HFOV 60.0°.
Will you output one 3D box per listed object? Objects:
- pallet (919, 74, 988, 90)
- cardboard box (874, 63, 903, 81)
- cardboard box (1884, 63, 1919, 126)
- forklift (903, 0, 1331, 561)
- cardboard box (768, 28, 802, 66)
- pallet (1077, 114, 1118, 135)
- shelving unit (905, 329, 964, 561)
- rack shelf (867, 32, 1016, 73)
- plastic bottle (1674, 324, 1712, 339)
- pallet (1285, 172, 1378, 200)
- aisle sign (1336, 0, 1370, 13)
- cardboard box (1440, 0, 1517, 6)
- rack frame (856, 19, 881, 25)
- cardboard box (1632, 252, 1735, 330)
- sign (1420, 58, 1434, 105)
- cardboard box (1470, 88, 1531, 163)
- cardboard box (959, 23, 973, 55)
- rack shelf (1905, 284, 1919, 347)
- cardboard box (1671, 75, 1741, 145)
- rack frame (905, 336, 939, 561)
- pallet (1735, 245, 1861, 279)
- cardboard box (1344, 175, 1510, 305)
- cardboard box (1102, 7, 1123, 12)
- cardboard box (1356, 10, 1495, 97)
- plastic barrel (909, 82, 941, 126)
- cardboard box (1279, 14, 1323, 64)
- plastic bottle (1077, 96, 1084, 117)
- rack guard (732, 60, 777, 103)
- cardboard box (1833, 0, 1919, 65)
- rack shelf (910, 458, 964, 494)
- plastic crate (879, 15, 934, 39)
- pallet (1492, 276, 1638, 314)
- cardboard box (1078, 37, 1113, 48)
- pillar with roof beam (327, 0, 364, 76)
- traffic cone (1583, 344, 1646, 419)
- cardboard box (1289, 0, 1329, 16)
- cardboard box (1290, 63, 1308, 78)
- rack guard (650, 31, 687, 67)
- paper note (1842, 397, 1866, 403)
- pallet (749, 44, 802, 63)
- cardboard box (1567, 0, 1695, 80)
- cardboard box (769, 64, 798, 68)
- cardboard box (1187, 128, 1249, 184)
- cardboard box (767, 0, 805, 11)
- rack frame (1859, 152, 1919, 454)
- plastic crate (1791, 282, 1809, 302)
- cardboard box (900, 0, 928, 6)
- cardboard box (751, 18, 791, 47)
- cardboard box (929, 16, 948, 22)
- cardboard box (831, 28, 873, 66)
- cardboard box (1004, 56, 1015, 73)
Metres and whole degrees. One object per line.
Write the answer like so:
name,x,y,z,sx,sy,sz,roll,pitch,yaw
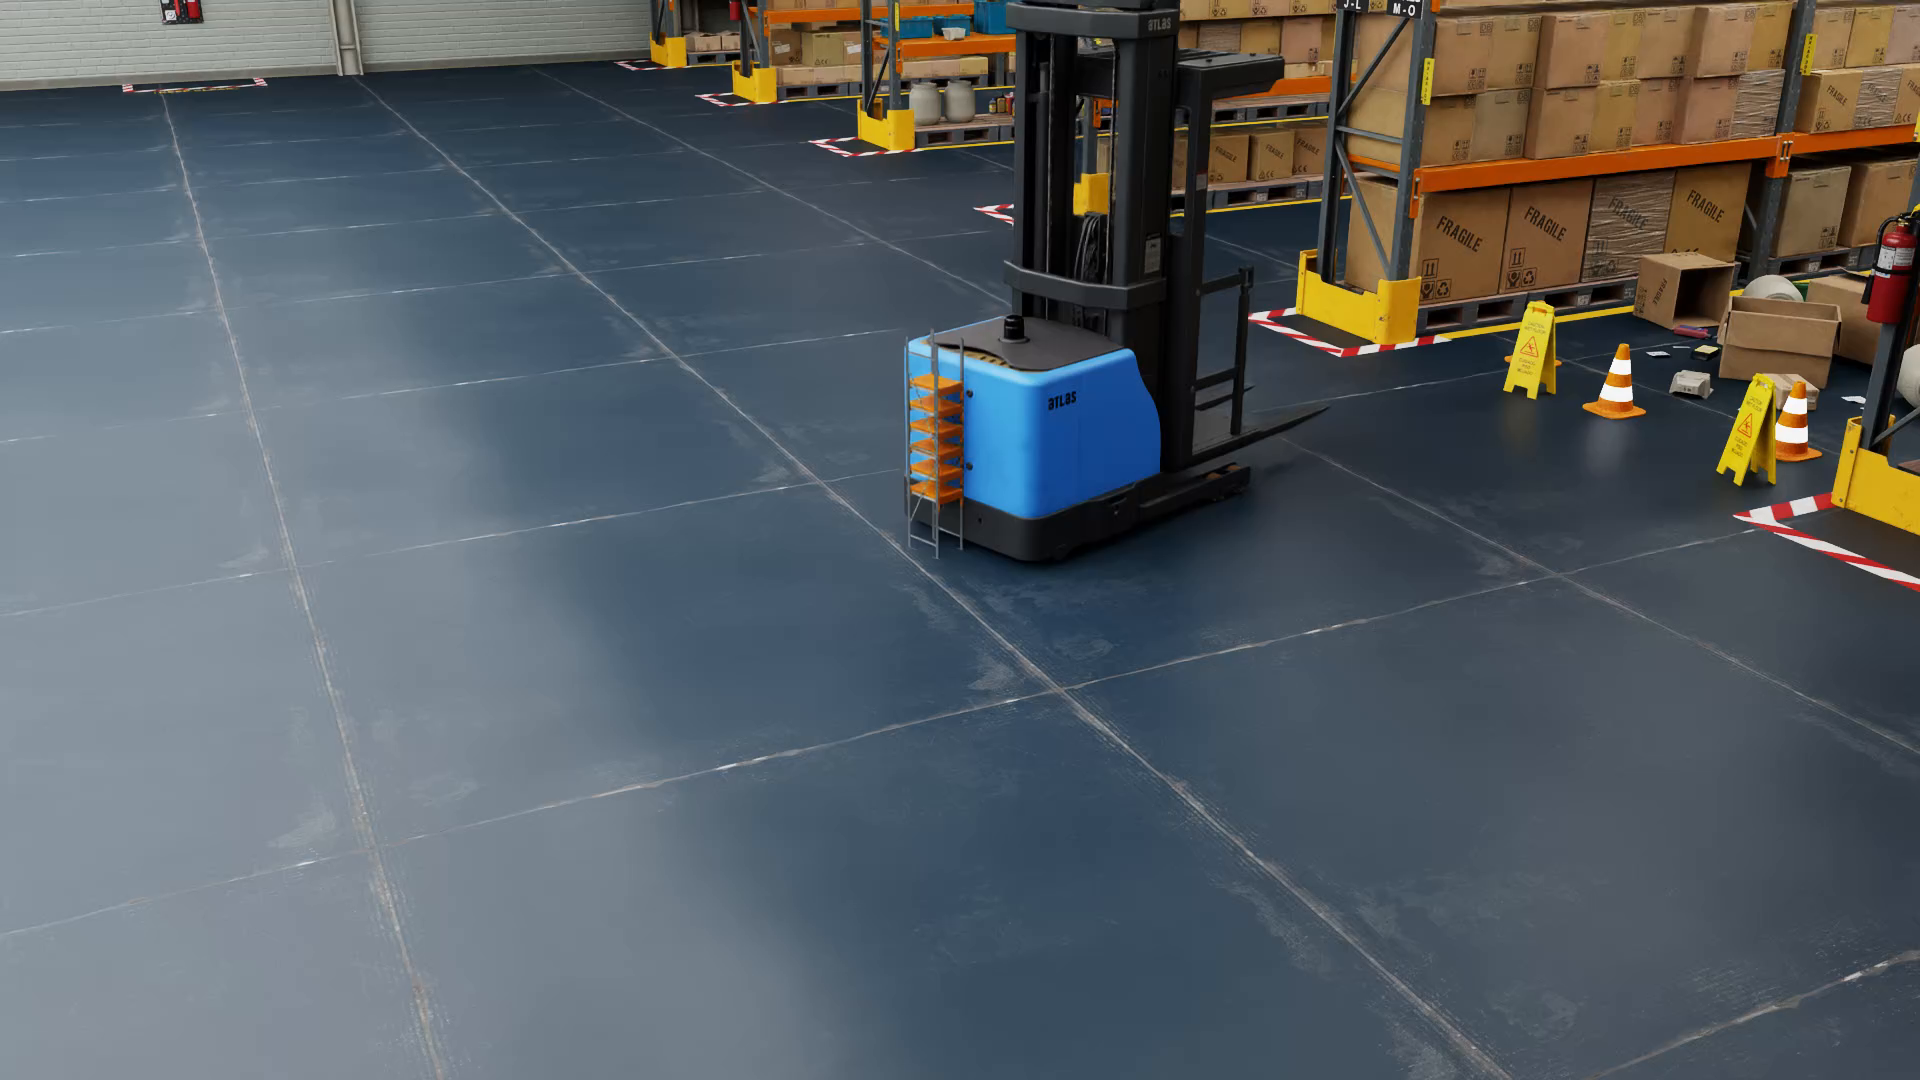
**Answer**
pallet,-0.292,-7.516,27.108,1.213,0.211,1.003,-10,25,-24
cardboard box,-1.230,-7.443,26.330,0.500,0.250,0.500,-10,25,-24
cardboard box,8.292,-3.988,14.808,0.500,0.500,0.500,-11,25,-24
forklift,1.086,-1.707,9.517,3.031,2.935,1.130,-21,30,-40
cardboard box,-2.808,-7.720,26.020,0.500,0.500,0.500,-10,25,-24
pallet,1.964,-5.829,23.032,1.213,0.211,1.003,-10,25,-24
shelving unit,-0.134,-0.501,8.867,0.189,1.200,0.258,-21,30,-40
rack shelf,0.785,-6.550,22.069,4.000,0.370,1.077,-10,25,-24
plastic bottle,5.790,-1.634,13.095,0.283,0.061,0.133,20,30,40
pallet,4.146,-4.095,18.844,1.213,0.211,1.003,-10,25,-24
aisle sign,2.997,-4.411,12.560,0.004,0.787,0.394,-10,25,-24
cardboard box,5.512,-6.062,18.616,1.000,1.000,1.000,-10,25,-23
rack frame,-1.709,-10.628,30.981,0.127,3.000,1.000,-10,25,-24
cardboard box,5.842,-2.016,13.440,0.500,0.500,0.500,-6,23,-14
sign,3.427,-3.362,12.191,0.005,0.325,0.100,-10,25,-24
cardboard box,3.992,-3.363,13.233,0.550,0.550,0.875,-10,25,-24
cardboard box,-0.111,-8.223,27.235,0.500,0.500,0.500,-10,25,-24
rack shelf,7.231,-1.428,9.695,4.000,0.370,1.077,-10,25,-24
cardboard box,5.983,-3.686,14.014,0.550,0.550,0.875,-10,25,-24
rack frame,-0.199,-0.476,8.808,0.006,1.200,0.240,-21,30,-40
pallet,7.458,-2.647,15.344,1.213,0.211,1.003,-10,25,-24
cardboard box,3.774,-2.465,13.489,0.875,0.875,0.875,-10,25,-23
cardboard box,1.745,-5.487,16.733,0.500,0.500,0.500,-10,25,-24
cardboard box,3.542,-3.734,12.718,0.550,0.550,0.875,-10,25,-24
plastic barrel,-0.457,-5.731,21.853,0.421,0.512,0.421,0,22,0
cardboard box,3.431,-5.449,17.949,0.500,0.500,0.875,-10,25,-24
plastic bottle,1.668,-5.902,22.451,0.185,0.351,0.144,-11,25,-24
rack guard,-3.183,-7.099,25.724,0.348,0.500,1.175,-10,25,-24
cardboard box,8.158,-4.544,14.843,0.500,0.500,0.700,-10,25,-23
rack shelf,-0.134,-0.349,8.930,0.180,0.103,0.258,-21,30,-40
plastic crate,-0.696,-6.668,21.608,0.616,0.251,0.499,-10,25,-24
pallet,4.976,-2.190,14.240,1.213,0.211,1.003,-10,25,-24
cardboard box,1.639,-5.109,17.128,0.500,0.500,0.875,-10,25,-24
pillar with roof beam,-8.597,-10.672,23.243,0.400,9.000,9.100,-10,25,-24
traffic cone,4.469,-1.098,11.275,0.334,0.463,0.336,-10,25,-24
cardboard box,3.548,-5.817,17.531,0.500,0.500,0.500,-10,25,-24
cardboard box,3.521,-5.064,17.867,0.250,0.149,0.380,-10,25,-24
rack guard,-5.245,-8.823,29.886,0.348,0.500,1.175,-10,25,-24
paper note,6.248,-0.983,11.577,0.142,0.019,0.148,-2,23,-5
pallet,-3.400,-9.013,30.723,1.213,0.211,1.003,-10,25,-24
cardboard box,5.457,-4.127,13.666,0.550,0.550,0.875,-10,25,-24
cardboard box,-2.807,-7.373,26.162,0.500,0.250,0.500,-10,25,-24
cardboard box,2.797,-4.189,18.143,0.500,0.500,0.500,-8,24,-19
cardboard box,-2.736,-8.378,25.413,0.500,0.500,0.700,-10,25,-24
rack frame,5.429,-1.429,8.756,0.127,3.000,1.000,-10,25,-24
plastic crate,7.207,-2.028,13.806,0.662,0.188,0.450,2,13,4
cardboard box,-0.881,-8.721,26.241,0.500,0.500,0.700,-10,25,-23
cardboard box,-3.455,-9.296,30.455,0.500,0.500,0.700,-12,25,-27
cardboard box,-0.610,-9.908,31.932,0.500,0.500,0.700,-11,25,-25
cardboard box,-1.687,-7.712,26.000,0.500,0.500,0.500,-10,25,-24
cardboard box,0.913,-7.827,27.259,0.500,0.250,0.500,-11,25,-25
